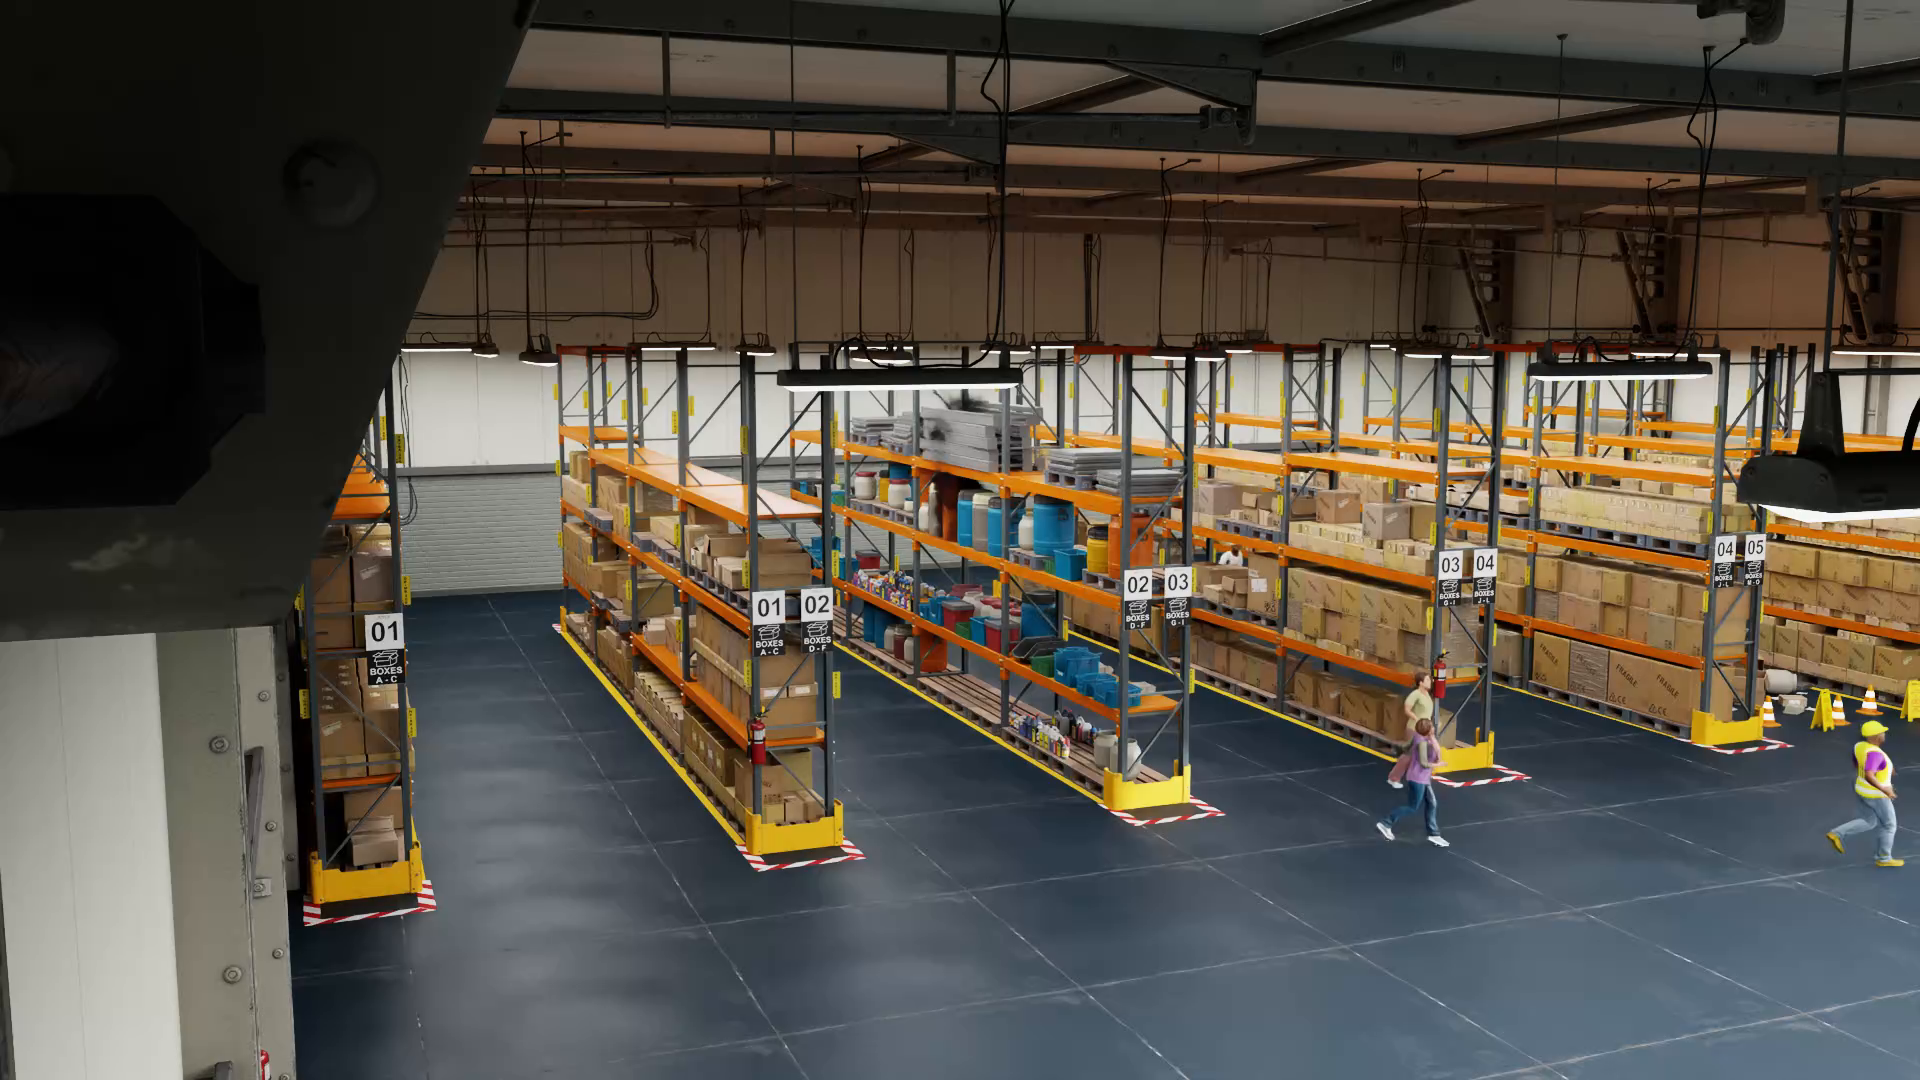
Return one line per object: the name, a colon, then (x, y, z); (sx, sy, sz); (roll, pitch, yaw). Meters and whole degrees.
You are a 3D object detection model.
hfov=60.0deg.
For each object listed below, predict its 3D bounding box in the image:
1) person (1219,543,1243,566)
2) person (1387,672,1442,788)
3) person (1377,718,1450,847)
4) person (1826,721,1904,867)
person: (5.907, 0.868, 36.209); (0.729, 1.805, 0.946); (-4, 8, -26)
person: (6.311, 2.629, 22.848); (0.635, 1.664, 0.673); (-6, 9, -39)
person: (5.570, 2.965, 20.373); (0.885, 1.602, 0.550); (1, 7, 11)
person: (10.735, 2.989, 19.608); (0.846, 1.739, 0.714); (1, 7, 7)
